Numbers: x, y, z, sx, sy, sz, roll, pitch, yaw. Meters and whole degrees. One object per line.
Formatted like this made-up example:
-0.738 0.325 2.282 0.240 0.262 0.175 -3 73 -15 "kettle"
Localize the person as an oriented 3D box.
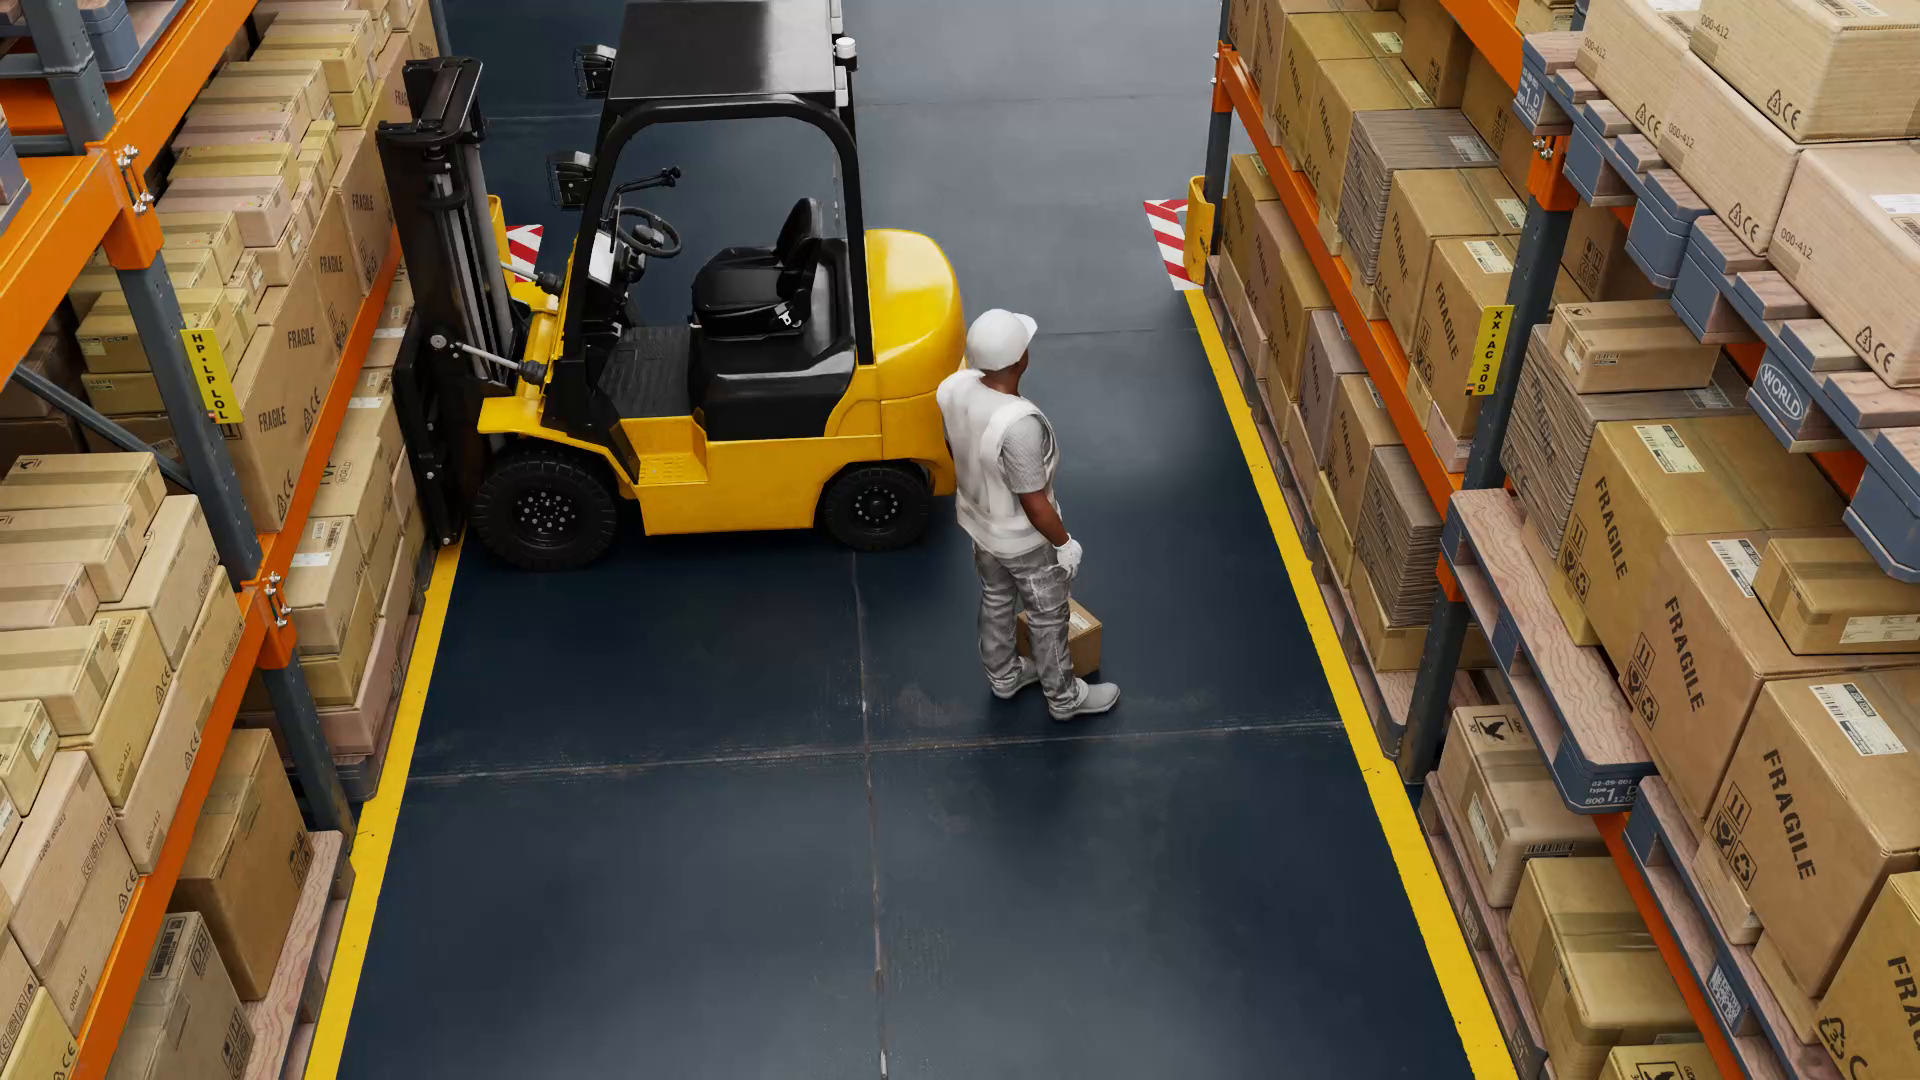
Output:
0.258 -0.098 6.245 0.576 1.783 0.656 -23 44 -26 "person"
